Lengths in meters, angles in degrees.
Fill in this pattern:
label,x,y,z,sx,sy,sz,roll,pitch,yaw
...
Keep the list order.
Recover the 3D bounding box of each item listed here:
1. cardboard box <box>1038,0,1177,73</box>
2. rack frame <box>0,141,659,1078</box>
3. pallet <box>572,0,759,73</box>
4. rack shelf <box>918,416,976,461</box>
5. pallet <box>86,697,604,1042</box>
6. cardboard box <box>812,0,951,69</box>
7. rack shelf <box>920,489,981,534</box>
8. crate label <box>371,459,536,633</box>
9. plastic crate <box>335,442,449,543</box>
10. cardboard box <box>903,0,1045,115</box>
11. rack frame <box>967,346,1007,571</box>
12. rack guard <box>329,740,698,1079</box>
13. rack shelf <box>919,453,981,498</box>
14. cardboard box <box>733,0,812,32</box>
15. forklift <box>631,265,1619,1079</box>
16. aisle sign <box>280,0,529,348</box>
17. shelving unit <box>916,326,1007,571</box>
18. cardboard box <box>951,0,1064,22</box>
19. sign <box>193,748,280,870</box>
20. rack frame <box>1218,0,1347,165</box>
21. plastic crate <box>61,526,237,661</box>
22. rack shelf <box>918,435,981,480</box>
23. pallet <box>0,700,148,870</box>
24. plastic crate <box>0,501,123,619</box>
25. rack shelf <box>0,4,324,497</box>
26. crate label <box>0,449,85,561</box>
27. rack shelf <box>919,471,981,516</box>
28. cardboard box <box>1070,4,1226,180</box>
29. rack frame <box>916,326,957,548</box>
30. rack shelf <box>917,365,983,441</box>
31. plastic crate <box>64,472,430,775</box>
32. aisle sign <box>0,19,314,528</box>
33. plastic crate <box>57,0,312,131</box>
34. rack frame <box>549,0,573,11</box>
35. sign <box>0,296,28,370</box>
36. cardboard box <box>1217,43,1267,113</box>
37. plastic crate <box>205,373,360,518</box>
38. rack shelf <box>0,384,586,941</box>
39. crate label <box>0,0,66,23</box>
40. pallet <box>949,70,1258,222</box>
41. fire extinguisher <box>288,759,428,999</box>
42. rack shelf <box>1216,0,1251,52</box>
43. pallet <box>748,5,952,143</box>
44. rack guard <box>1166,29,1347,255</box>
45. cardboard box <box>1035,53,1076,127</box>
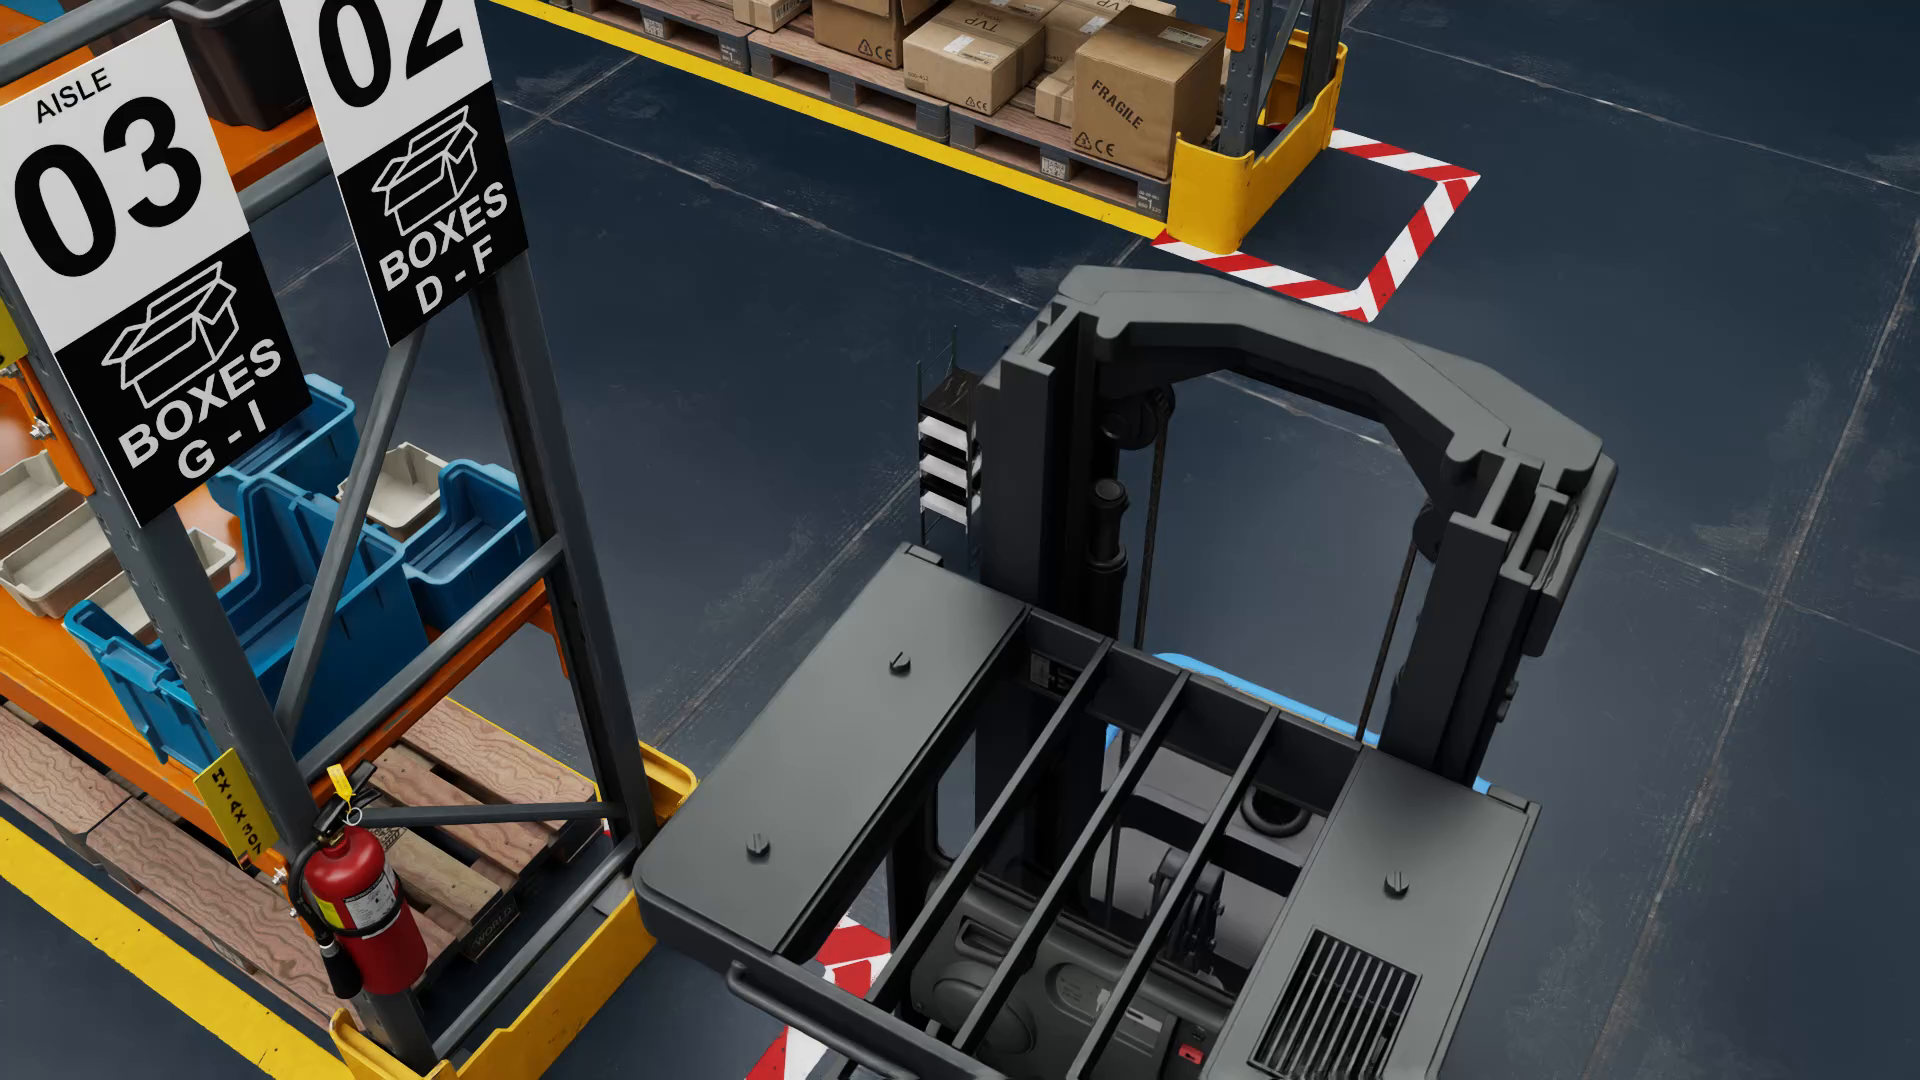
label,x,y,z,sx,sy,sz,roll,pitch,yaw
cardboard box,0.719,-2.473,8.172,0.500,0.250,0.500,25,51,22
rack frame,-1.233,0.287,3.880,0.127,3.000,1.000,25,51,22
pallet,-1.345,-3.012,9.030,1.213,0.211,1.003,25,51,22
rack shelf,0.007,-0.413,5.819,0.200,0.077,0.258,25,51,22
pallet,-1.906,0.916,5.213,1.213,0.211,1.003,25,51,22
cardboard box,-0.339,-2.810,8.323,0.637,0.503,0.797,25,51,22
rack shelf,0.007,-0.162,6.077,0.200,0.077,0.258,25,51,22
crate label,-1.263,0.030,4.204,0.303,0.233,0.416,25,51,22
plastic crate,-1.488,-0.111,4.408,0.298,0.136,0.250,25,51,22
cardboard box,0.070,-2.345,8.048,0.500,0.250,0.500,25,51,22
rack frame,0.092,-0.271,5.886,0.006,0.900,0.240,25,51,22
rack guard,-1.206,1.159,4.775,0.348,0.500,1.175,25,51,22
rack shelf,0.007,-0.287,5.948,0.200,0.077,0.258,25,51,22
cardboard box,-0.953,-2.795,8.543,0.250,0.166,0.380,25,51,22
forklift,0.221,1.098,3.140,1.130,2.935,3.031,22,50,20
aisle sign,-1.012,-0.771,3.095,0.004,0.787,0.394,25,51,22
shelving unit,0.007,-0.310,5.924,0.210,0.900,0.258,25,51,22
cardboard box,0.298,-2.666,8.360,0.500,0.250,0.500,25,51,22
sign,-1.516,0.568,3.493,0.005,0.325,0.100,25,51,22
rack frame,1.444,-2.702,6.784,0.127,3.000,1.000,25,51,22
plastic crate,-2.017,0.151,4.153,0.243,0.136,0.396,25,51,22
rack shelf,0.007,-0.350,5.884,0.200,0.077,0.258,25,51,22
pallet,-2.929,0.443,5.672,1.213,0.211,1.003,25,51,22
plastic crate,-2.253,0.030,4.271,0.243,0.136,0.396,25,51,22
rack shelf,-2.917,-1.282,3.815,4.000,0.370,1.077,25,51,22
crate label,-2.501,-0.063,4.361,0.243,0.136,0.396,25,51,22
rack shelf,0.007,-0.225,6.013,0.200,0.077,0.258,25,51,22
cardboard box,0.854,-2.046,7.583,0.500,0.500,0.500,25,51,22
rack frame,-0.079,-0.350,5.962,0.006,0.900,0.240,25,51,22
rack shelf,0.007,-0.475,5.754,0.200,0.077,0.258,25,51,22
plastic crate,-1.616,0.237,3.862,0.499,0.435,0.616,25,51,22
aisle sign,-1.331,-0.415,2.749,0.004,0.787,0.394,25,51,22
plastic crate,-1.407,-1.030,3.159,0.590,0.269,0.497,25,51,22
rack frame,-1.923,-4.251,8.289,0.127,3.000,1.000,25,51,22
sign,-1.516,-0.384,2.513,0.005,0.325,0.100,25,51,22
cardboard box,1.277,-2.231,8.008,0.250,0.149,0.380,25,51,22
plastic crate,-1.817,-0.225,4.452,0.300,0.233,0.416,25,51,22
rack shelf,-2.917,-0.237,4.890,4.000,0.370,1.077,25,51,22
crate label,-1.835,-1.259,3.394,0.502,0.251,0.408,25,51,22
pallet,0.709,-2.068,8.112,1.213,0.211,1.003,25,51,22
fire extinguisher,-1.351,0.776,3.718,0.183,0.674,0.296,25,51,22
rack shelf,-0.239,-3.226,7.795,4.000,0.370,1.077,25,51,22
pallet,-0.314,-2.541,8.572,1.213,0.211,1.003,25,51,22
rack guard,1.380,-1.860,7.709,0.348,0.500,1.175,25,51,22
cardboard box,0.561,-2.141,7.908,0.250,0.166,0.380,25,51,22
